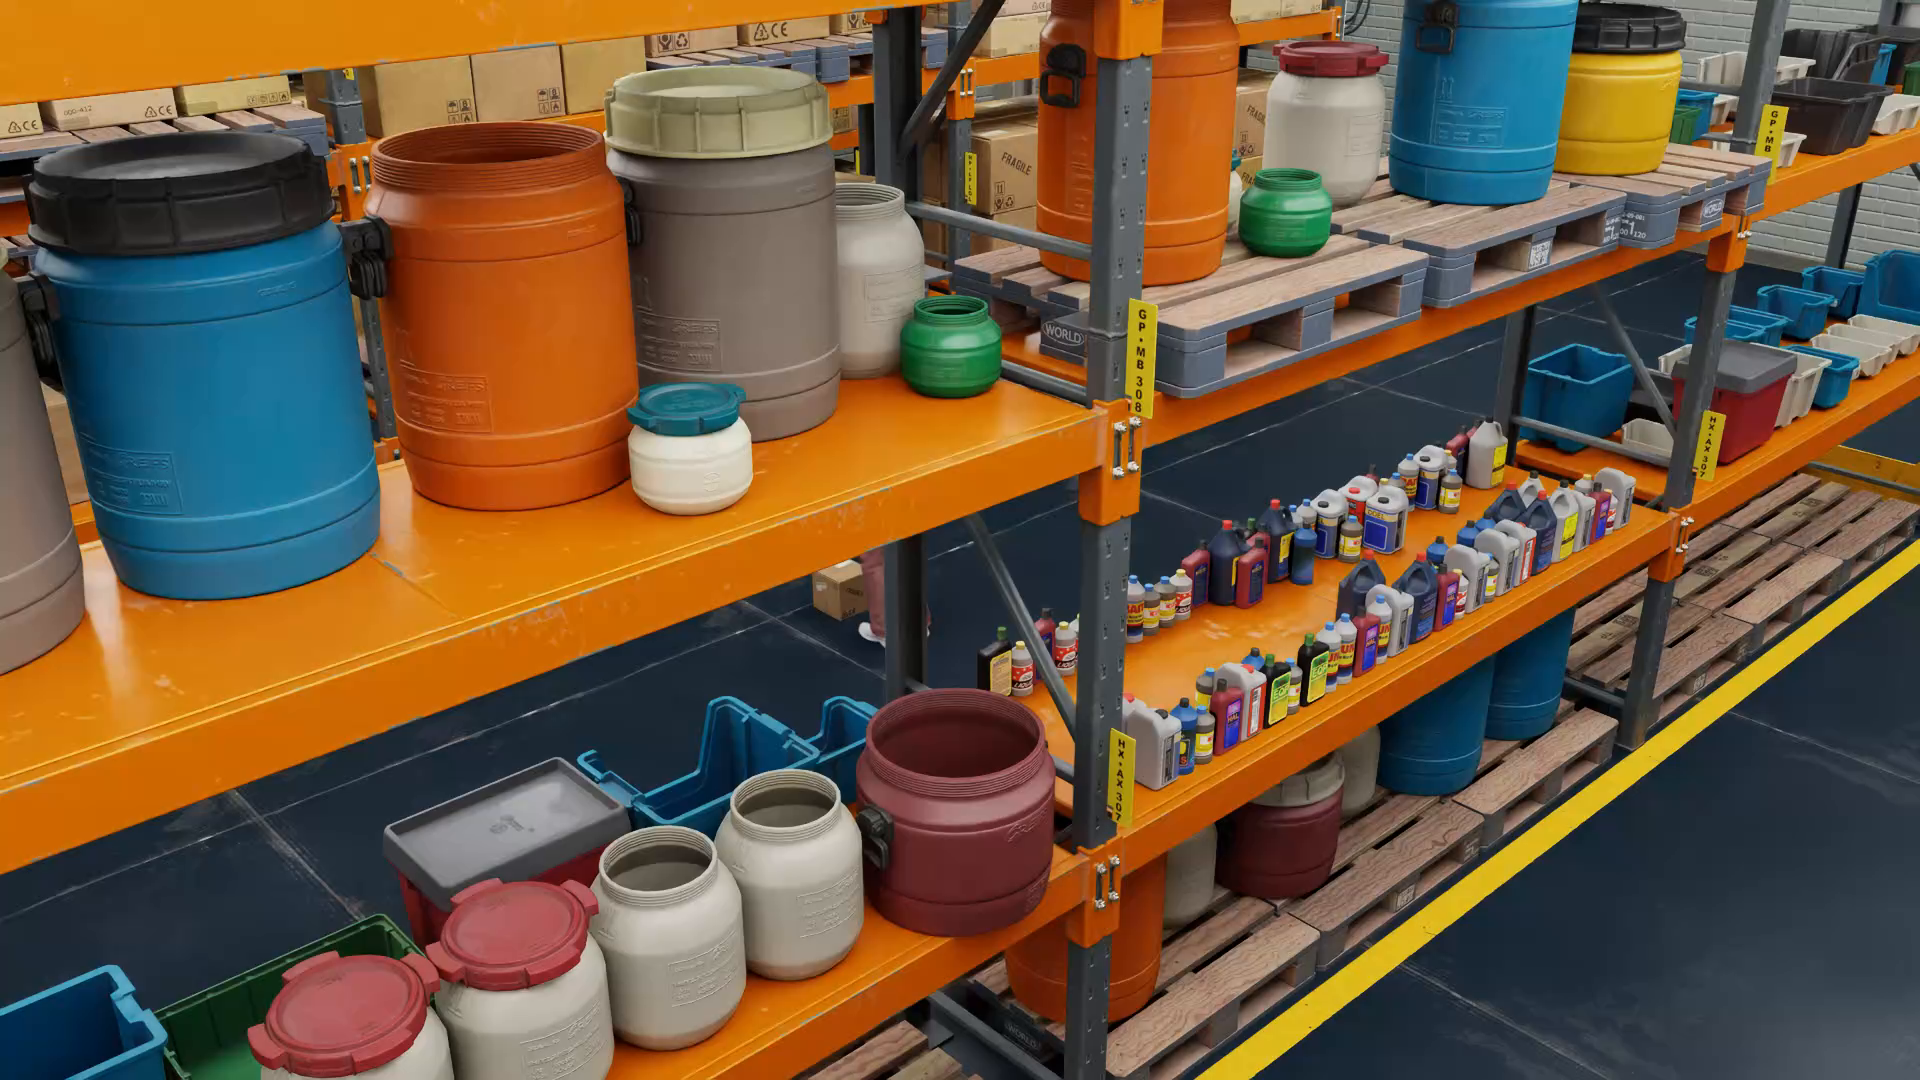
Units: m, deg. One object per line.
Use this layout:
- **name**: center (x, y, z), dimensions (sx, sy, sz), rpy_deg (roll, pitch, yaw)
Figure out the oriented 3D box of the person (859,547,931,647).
- **person**: center (-0.371, -0.209, 9.074), dimensions (0.442, 1.671, 0.364), rpy_deg (-20, 31, -37)
